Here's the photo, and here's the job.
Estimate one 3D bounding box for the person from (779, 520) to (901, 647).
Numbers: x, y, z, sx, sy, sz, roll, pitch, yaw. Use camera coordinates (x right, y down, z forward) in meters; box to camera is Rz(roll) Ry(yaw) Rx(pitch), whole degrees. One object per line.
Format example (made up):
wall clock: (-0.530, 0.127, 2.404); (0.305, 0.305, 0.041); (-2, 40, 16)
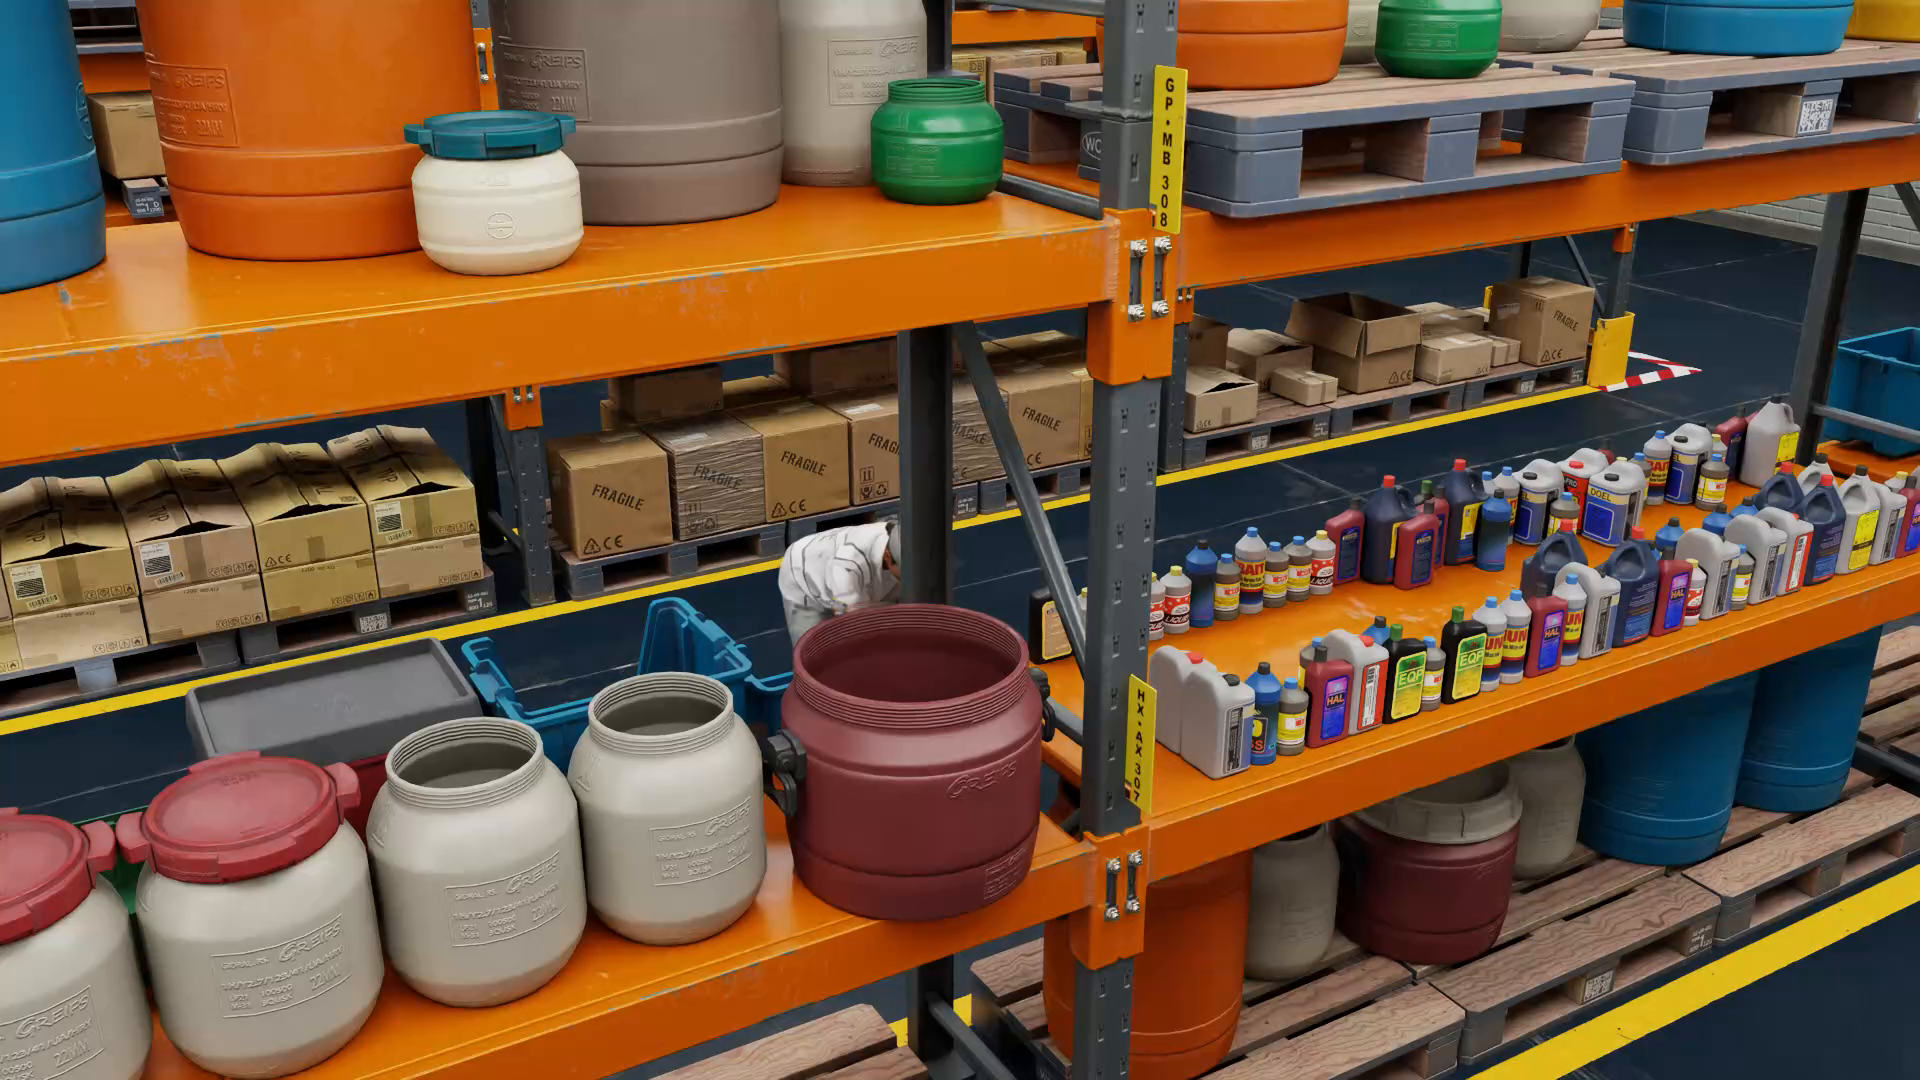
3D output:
person: (-0.363, 0.437, 6.508); (0.460, 1.291, 0.883); (-13, 25, -30)
